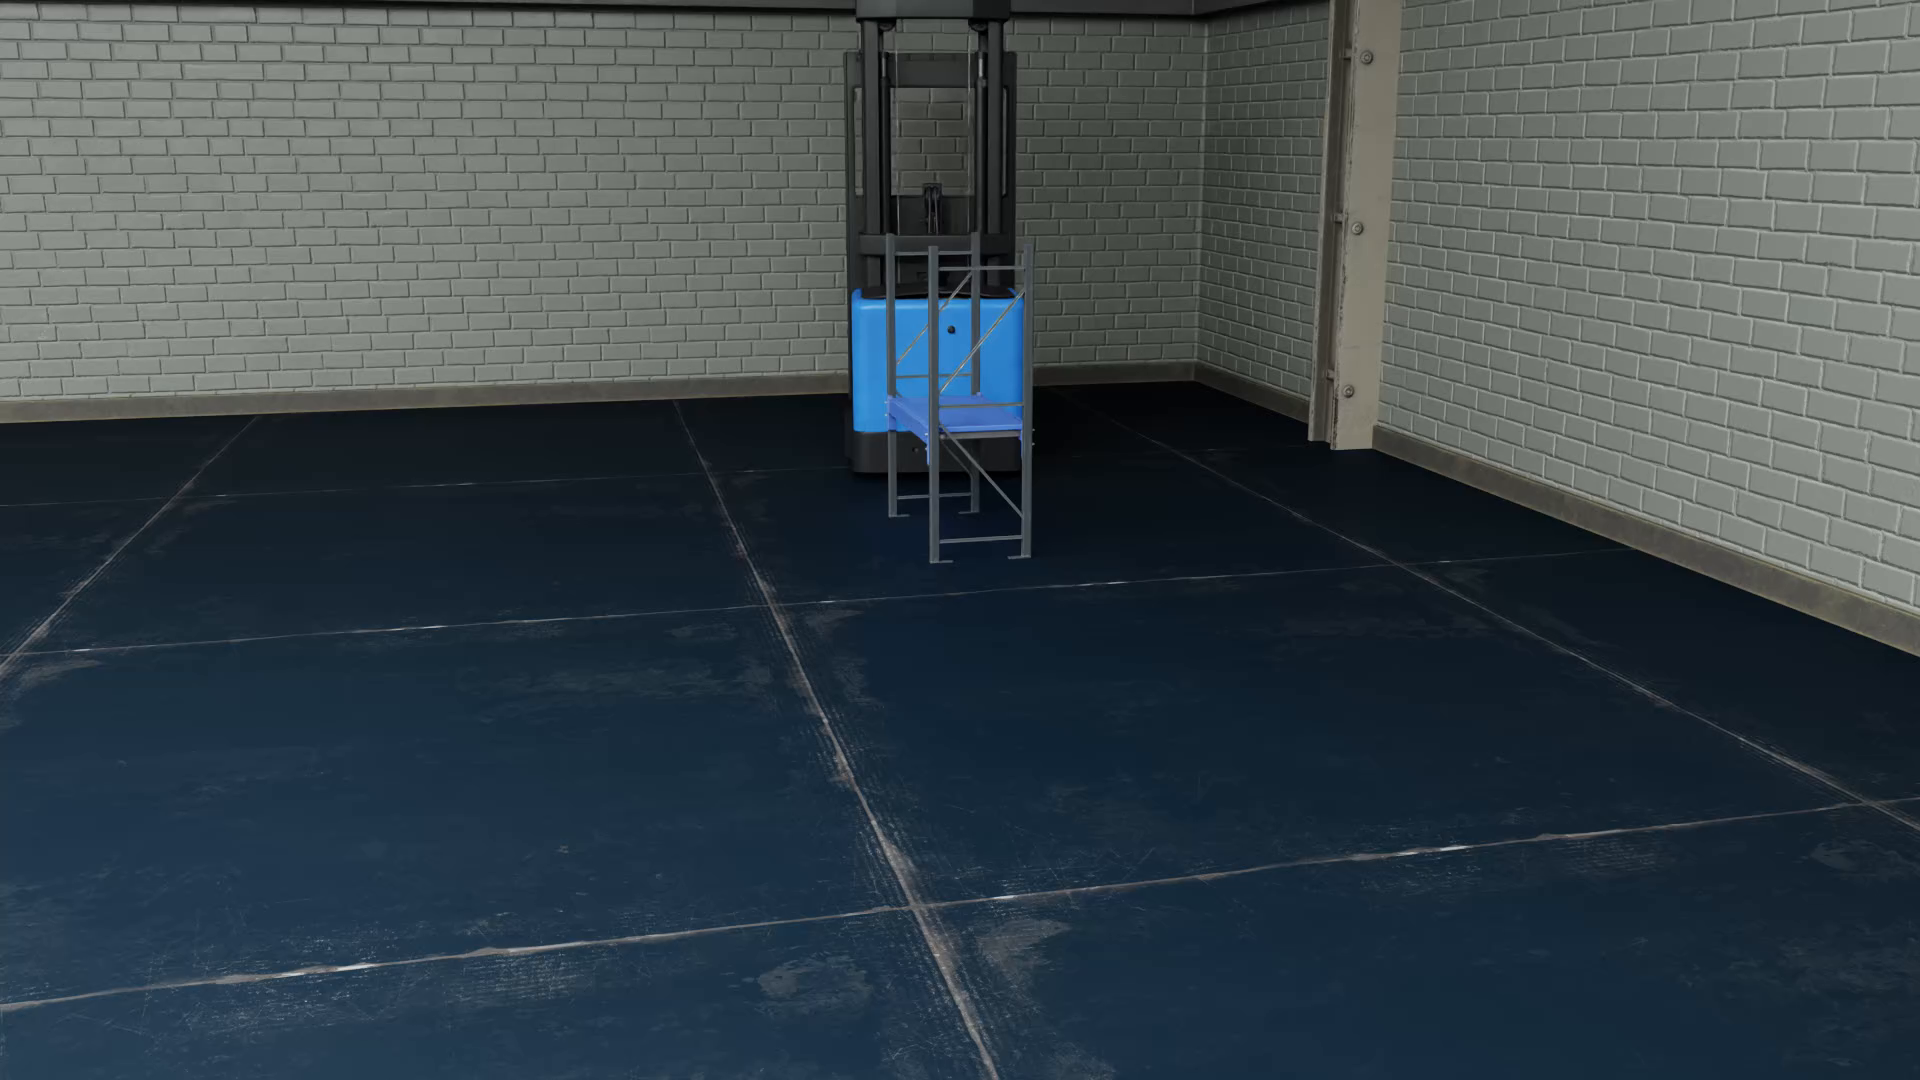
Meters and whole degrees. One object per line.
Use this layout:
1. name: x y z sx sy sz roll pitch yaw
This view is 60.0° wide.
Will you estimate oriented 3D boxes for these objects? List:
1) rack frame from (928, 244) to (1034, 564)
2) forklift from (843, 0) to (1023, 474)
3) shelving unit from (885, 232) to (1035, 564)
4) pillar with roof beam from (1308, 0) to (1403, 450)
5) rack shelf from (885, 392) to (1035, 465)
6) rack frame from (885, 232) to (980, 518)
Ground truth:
1. rack frame: 0.099 -0.631 7.850 0.500 1.500 0.032 -3 14 -13
2. forklift: -0.204 -2.110 10.887 1.130 2.935 3.031 -1 14 -4
3. shelving unit: -0.020 -0.748 8.330 0.538 1.500 1.048 -3 14 -13
4. pillar with roof beam: -1.649 -4.771 8.996 9.100 9.000 0.400 -3 14 -13
5. rack shelf: -0.020 -0.574 8.372 0.538 0.185 1.000 -3 14 -13
6. rack frame: -0.139 -0.866 8.810 0.500 1.500 0.032 -3 14 -13
